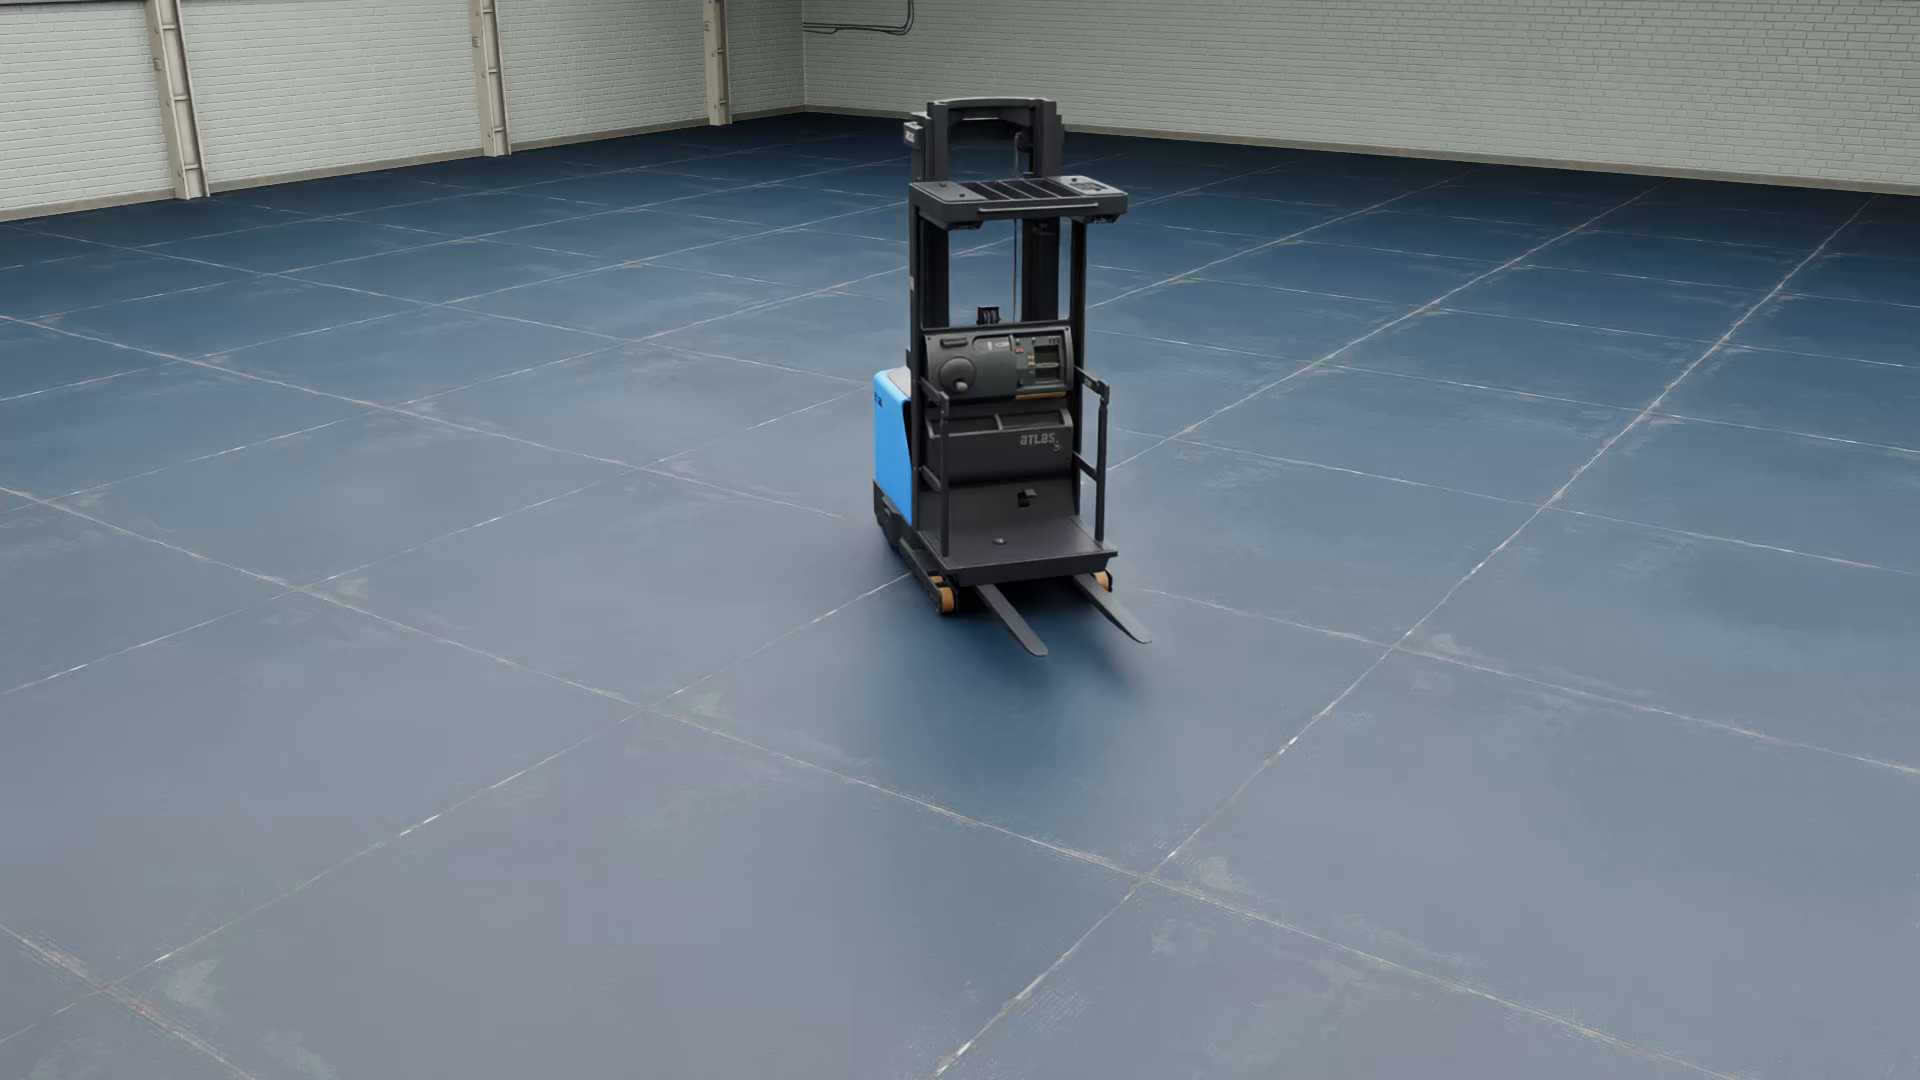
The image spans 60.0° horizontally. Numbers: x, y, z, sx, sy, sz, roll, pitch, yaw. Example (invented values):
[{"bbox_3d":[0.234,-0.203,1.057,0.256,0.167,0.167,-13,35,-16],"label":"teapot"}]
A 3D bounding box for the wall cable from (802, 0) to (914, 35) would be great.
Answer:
[{"bbox_3d":[-2.263,-12.053,35.353,3.097,2.526,0.112,13,24,32],"label":"wall cable"}]

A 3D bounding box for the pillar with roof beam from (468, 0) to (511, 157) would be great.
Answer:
[{"bbox_3d":[-4.826,-10.360,26.303,9.100,9.000,0.400,13,24,32],"label":"pillar with roof beam"}]

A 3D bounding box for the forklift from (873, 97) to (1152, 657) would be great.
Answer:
[{"bbox_3d":[0.306,-1.079,9.956,1.130,2.935,3.031,-6,21,-15],"label":"forklift"}]

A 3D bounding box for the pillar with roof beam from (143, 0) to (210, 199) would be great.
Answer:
[{"bbox_3d":[-8.198,-8.639,21.649,9.100,9.000,0.400,13,24,32],"label":"pillar with roof beam"}]

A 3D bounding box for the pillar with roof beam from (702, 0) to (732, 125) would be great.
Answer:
[{"bbox_3d":[-1.453,-12.082,30.957,9.100,9.000,0.400,13,24,32],"label":"pillar with roof beam"}]
